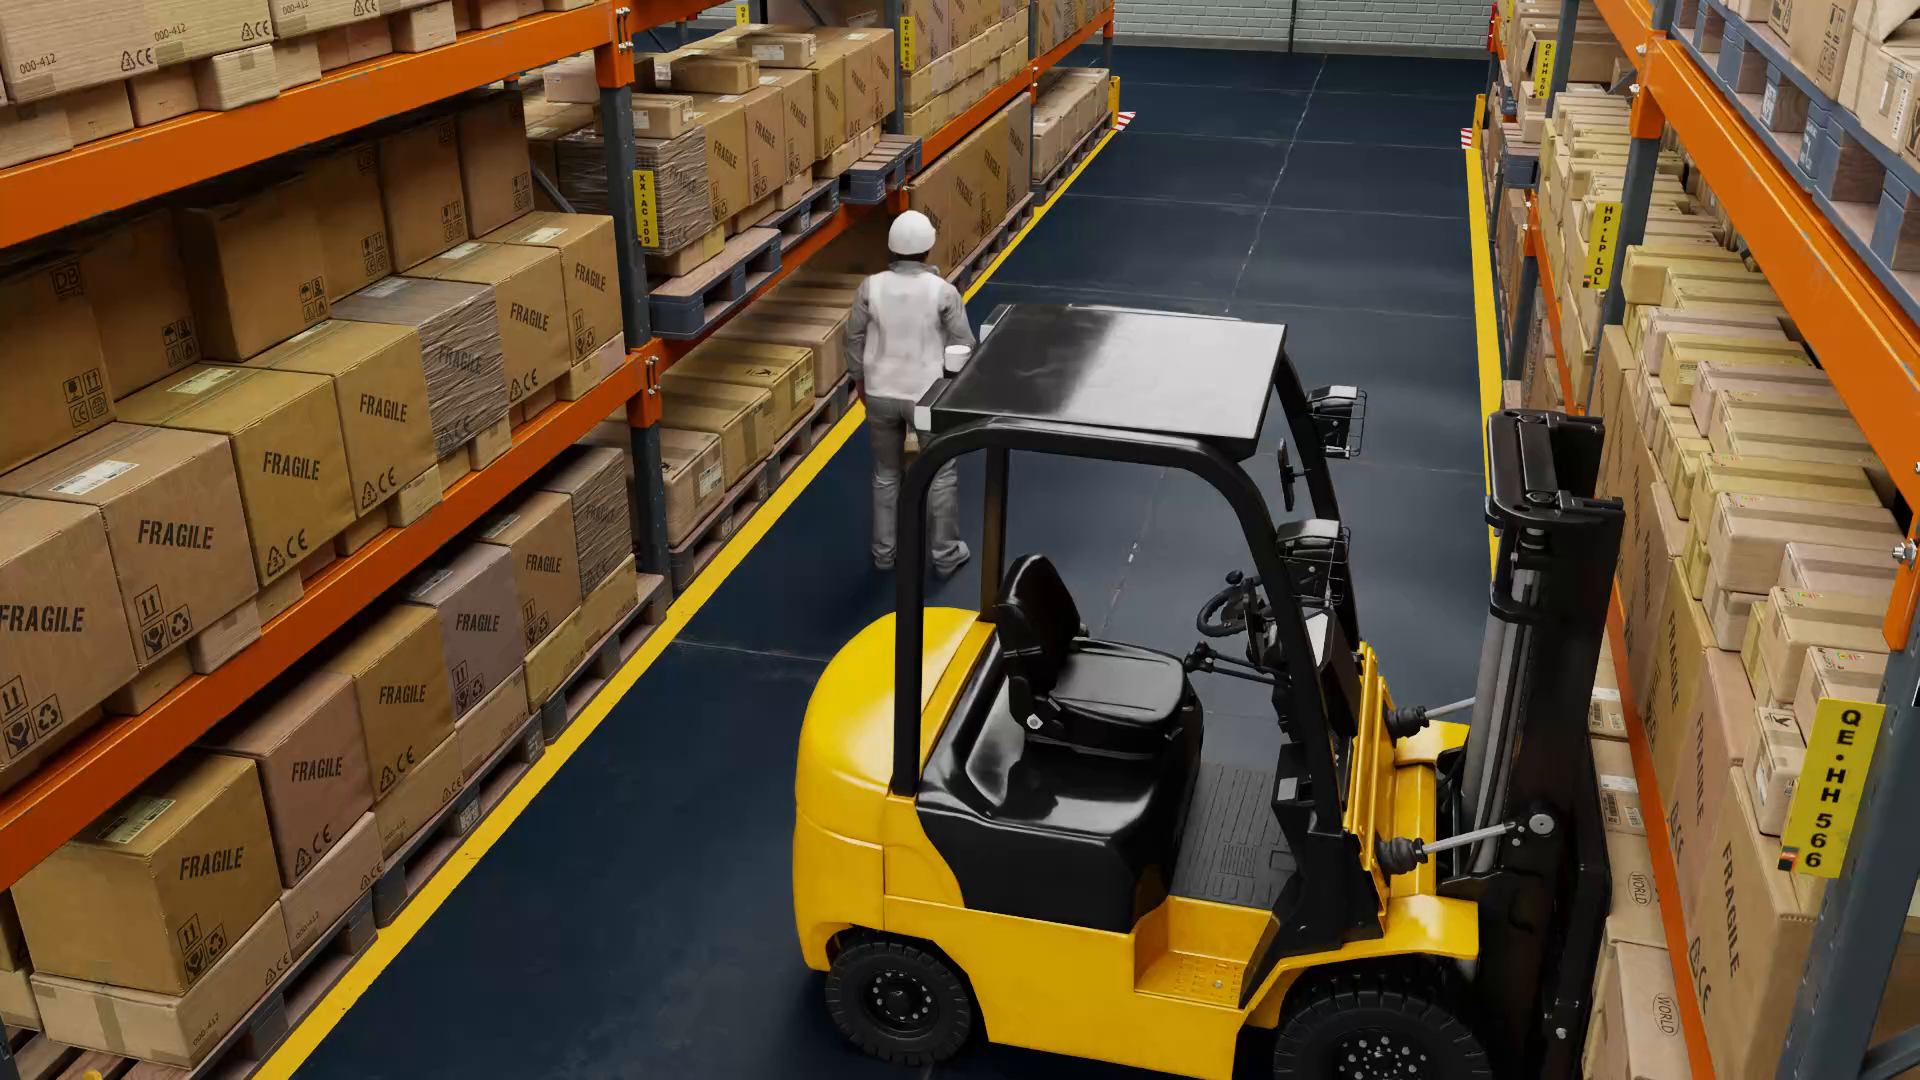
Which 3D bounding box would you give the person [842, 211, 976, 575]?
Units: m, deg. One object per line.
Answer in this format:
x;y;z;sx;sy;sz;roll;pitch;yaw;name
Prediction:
-0.241;-0.720;8.131;0.654;1.754;0.483;6;26;12;person
